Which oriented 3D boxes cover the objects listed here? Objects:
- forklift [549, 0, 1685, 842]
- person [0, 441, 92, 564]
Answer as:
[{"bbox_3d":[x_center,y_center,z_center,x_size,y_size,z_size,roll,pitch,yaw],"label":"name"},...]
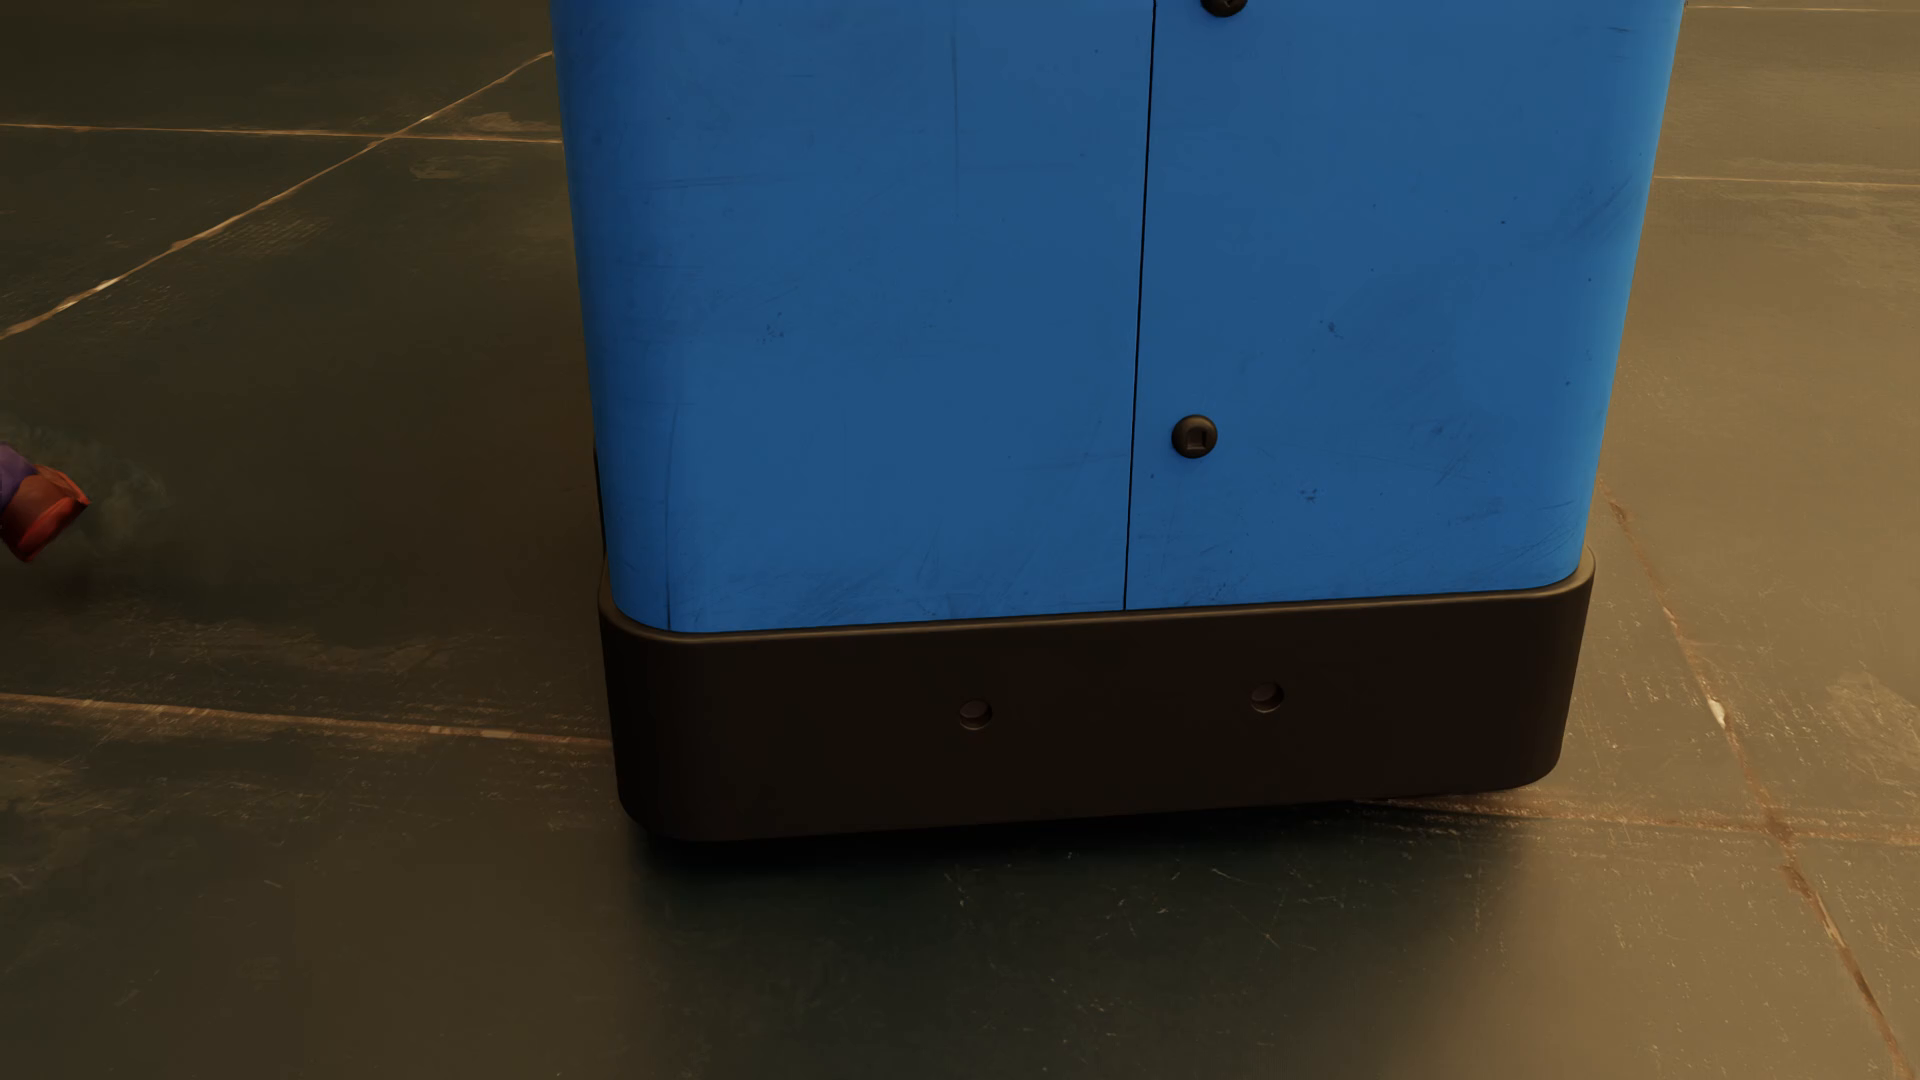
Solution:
[{"bbox_3d":[0.001,-1.628,2.479,1.130,2.935,3.031,-3,27,-6],"label":"forklift"},{"bbox_3d":[-1.716,-0.596,2.162,1.081,1.439,0.836,20,33,34],"label":"person"}]
